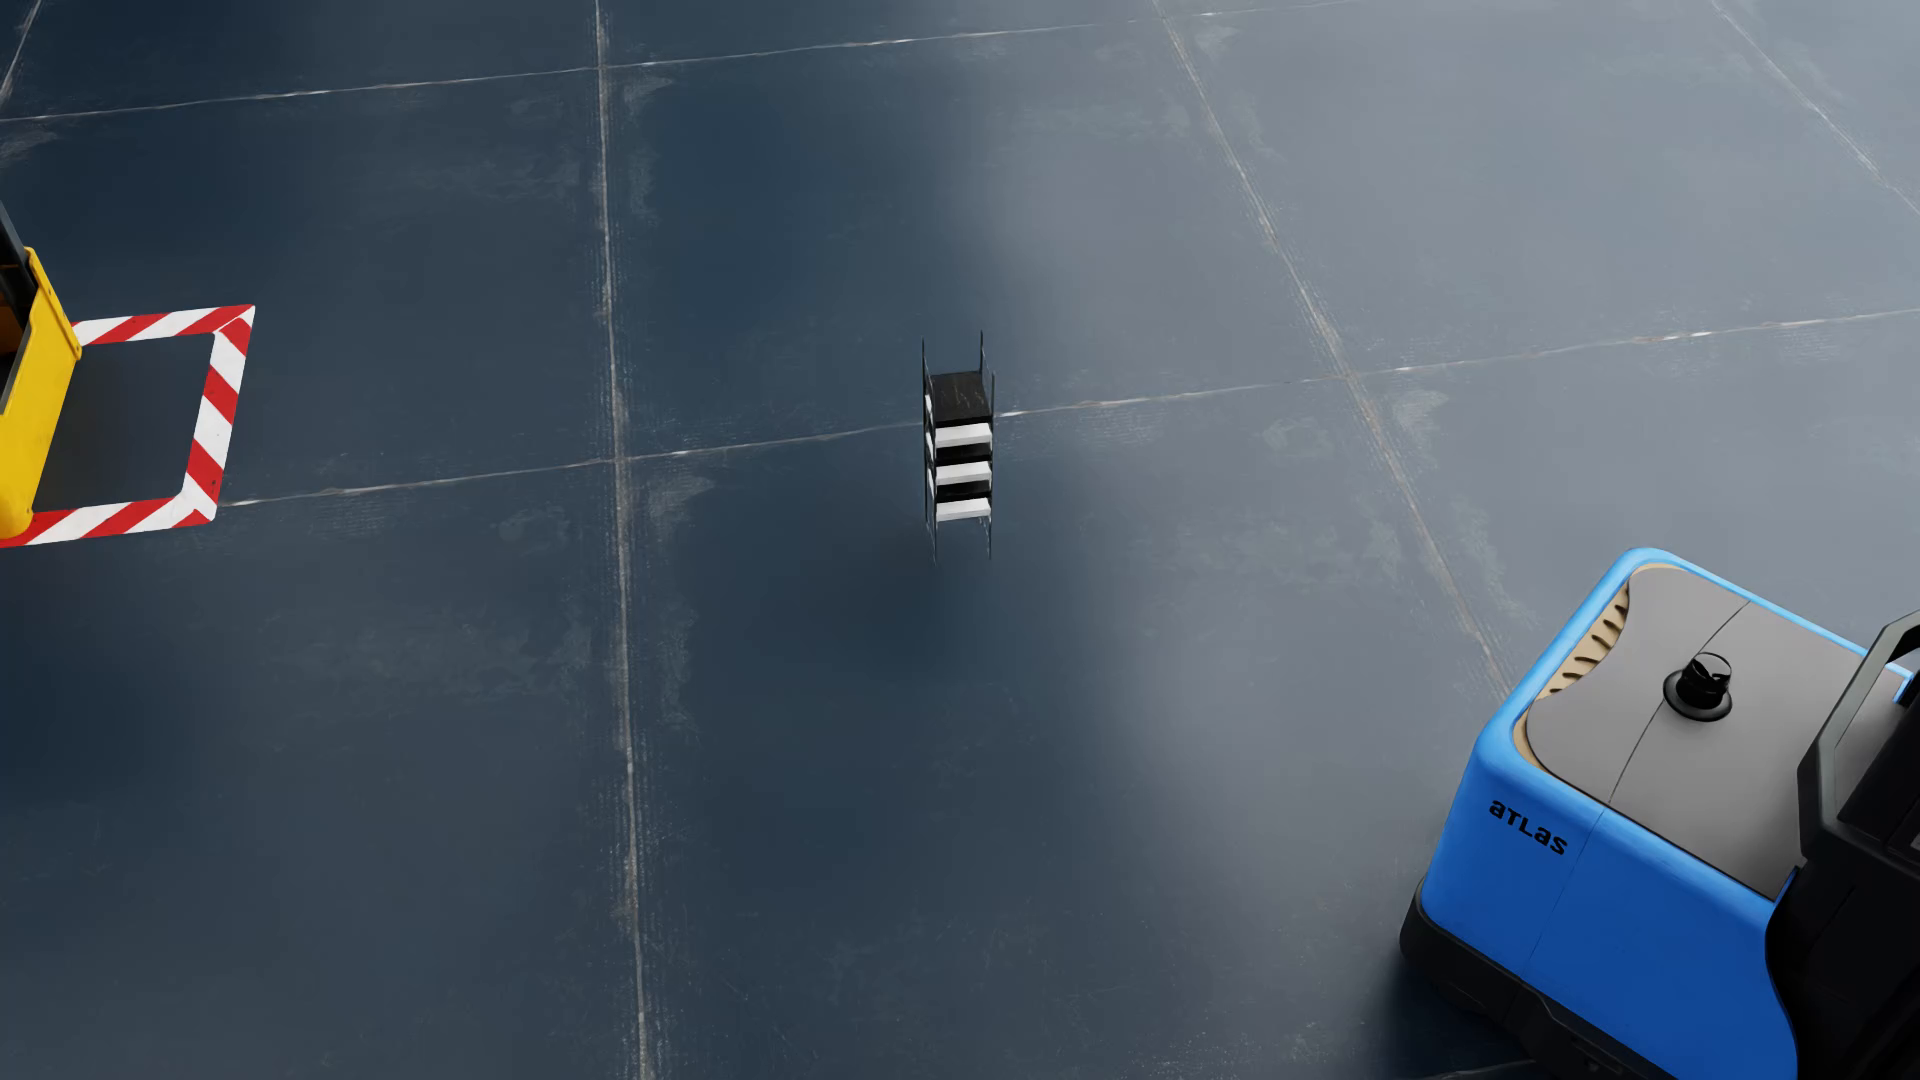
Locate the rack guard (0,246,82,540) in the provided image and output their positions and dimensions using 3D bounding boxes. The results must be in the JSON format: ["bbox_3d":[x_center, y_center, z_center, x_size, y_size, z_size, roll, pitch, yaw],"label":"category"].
[{"bbox_3d":[-3.786,-0.580,6.462,0.348,0.500,1.175,-7,46,-7],"label":"rack guard"}]

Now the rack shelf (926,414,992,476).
[{"bbox_3d":[-0.008,-0.351,5.884,0.200,0.077,0.258,-7,46,-7],"label":"rack shelf"}]

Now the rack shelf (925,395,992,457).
[{"bbox_3d":[-0.008,-0.413,5.819,0.200,0.077,0.258,-7,46,-7],"label":"rack shelf"}]

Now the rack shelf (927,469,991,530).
[{"bbox_3d":[-0.008,-0.163,6.079,0.200,0.077,0.258,-7,46,-7],"label":"rack shelf"}]

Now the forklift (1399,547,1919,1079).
[{"bbox_3d":[2.767,0.676,3.563,3.031,2.935,1.130,31,54,27],"label":"forklift"}]

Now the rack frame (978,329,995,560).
[{"bbox_3d":[0.092,-0.324,5.937,0.006,0.900,0.240,-7,46,-7],"label":"rack frame"}]

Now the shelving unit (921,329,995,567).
[{"bbox_3d":[-0.008,-0.311,5.925,0.210,0.900,0.258,-7,46,-7],"label":"shelving unit"}]

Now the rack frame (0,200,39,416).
[{"bbox_3d":[-3.719,-1.490,5.603,0.127,3.000,1.000,-7,46,-7],"label":"rack frame"}]

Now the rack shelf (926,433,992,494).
[{"bbox_3d":[-0.008,-0.288,5.949,0.200,0.077,0.258,-7,46,-7],"label":"rack shelf"}]

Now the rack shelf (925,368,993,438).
[{"bbox_3d":[-0.008,-0.475,5.755,0.200,0.077,0.258,-7,46,-7],"label":"rack shelf"}]

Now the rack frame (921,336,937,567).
[{"bbox_3d":[-0.108,-0.299,5.913,0.006,0.900,0.240,-7,46,-7],"label":"rack frame"}]

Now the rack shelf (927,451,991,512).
[{"bbox_3d":[-0.008,-0.226,6.014,0.200,0.077,0.258,-7,46,-7],"label":"rack shelf"}]
